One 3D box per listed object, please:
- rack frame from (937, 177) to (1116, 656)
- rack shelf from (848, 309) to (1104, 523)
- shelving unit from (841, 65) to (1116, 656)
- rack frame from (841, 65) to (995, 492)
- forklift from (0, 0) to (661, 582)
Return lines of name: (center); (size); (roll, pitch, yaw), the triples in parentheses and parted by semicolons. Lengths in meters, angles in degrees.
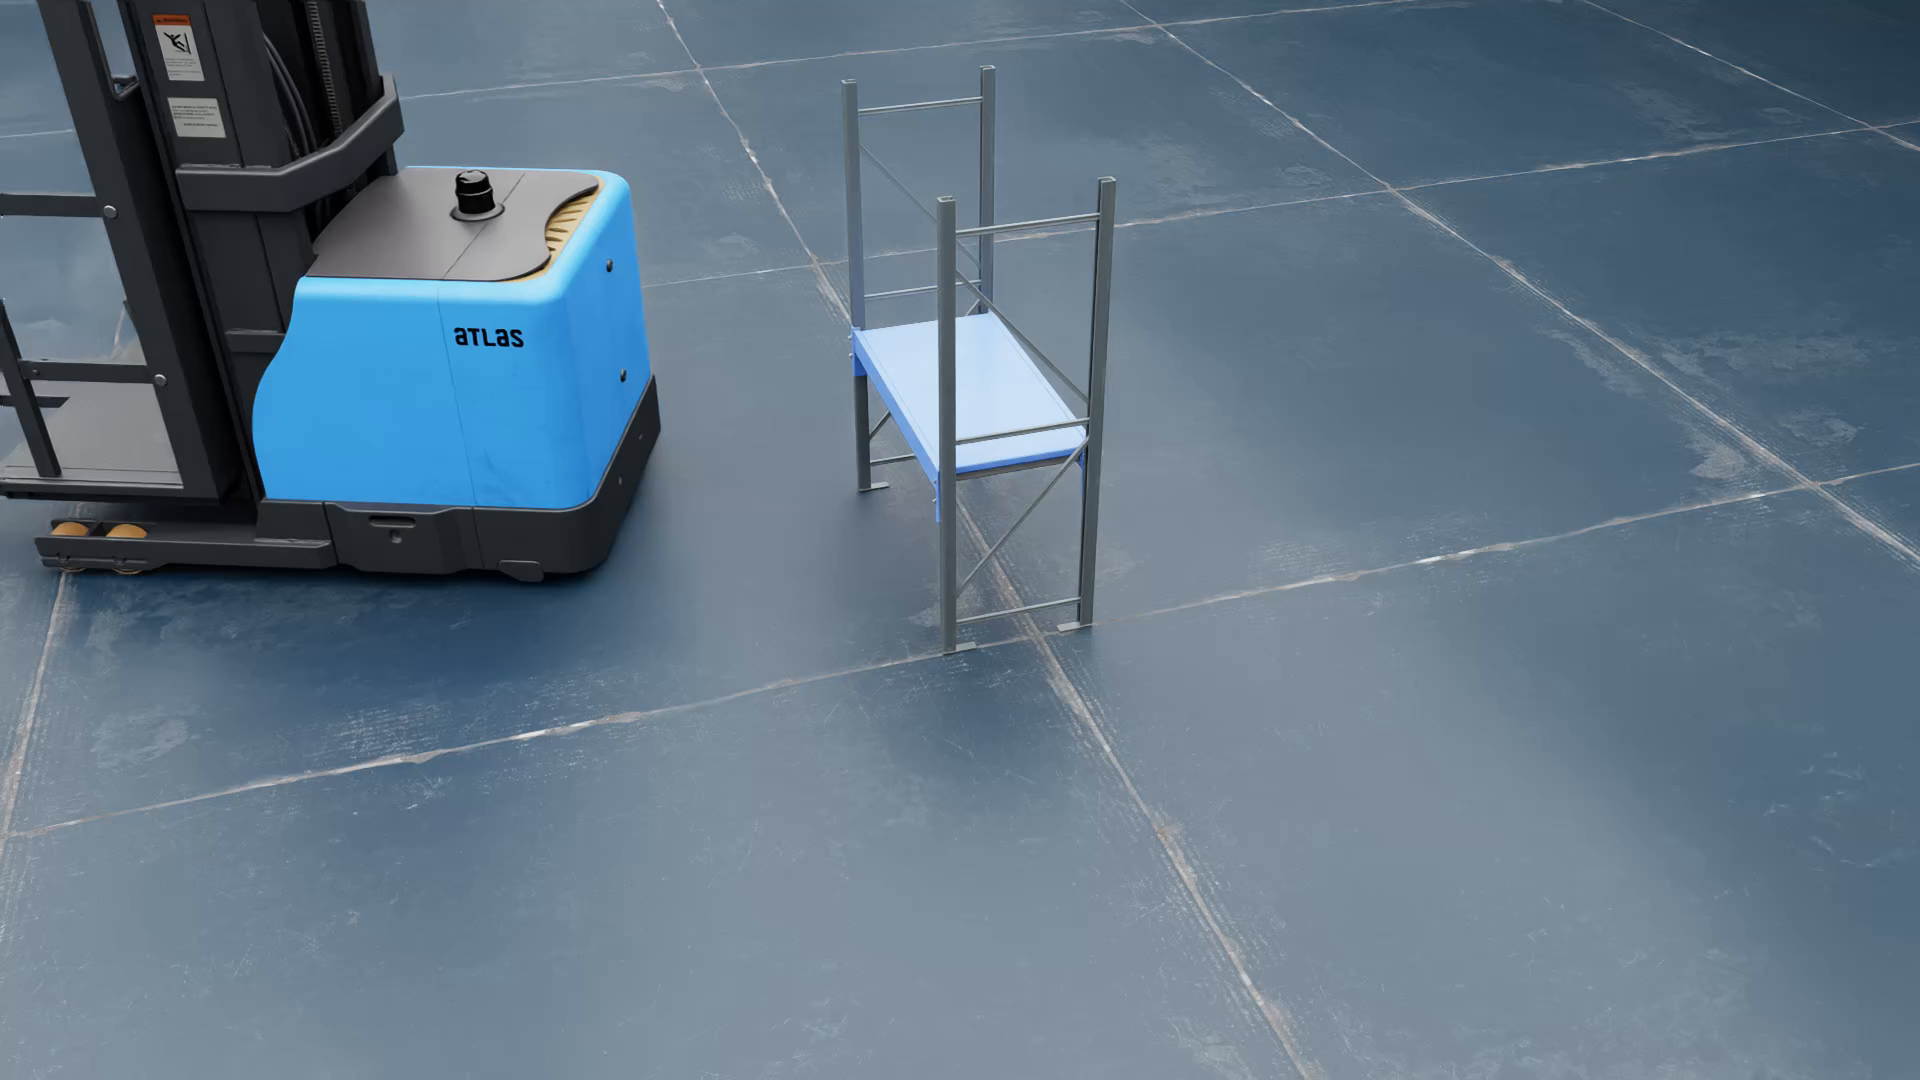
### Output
rack frame: (0.181, -0.314, 4.865); (0.500, 1.500, 0.032); (-10, 35, -15)
rack shelf: (0.026, -0.431, 5.368); (0.538, 0.185, 1.000); (-10, 35, -15)
shelving unit: (0.026, -0.581, 5.269); (0.538, 1.500, 1.048); (-10, 35, -15)
rack frame: (-0.129, -0.848, 5.673); (0.500, 1.500, 0.032); (-10, 35, -15)
forklift: (-2.663, -1.395, 5.203); (3.031, 2.935, 1.130); (2, 34, 3)
